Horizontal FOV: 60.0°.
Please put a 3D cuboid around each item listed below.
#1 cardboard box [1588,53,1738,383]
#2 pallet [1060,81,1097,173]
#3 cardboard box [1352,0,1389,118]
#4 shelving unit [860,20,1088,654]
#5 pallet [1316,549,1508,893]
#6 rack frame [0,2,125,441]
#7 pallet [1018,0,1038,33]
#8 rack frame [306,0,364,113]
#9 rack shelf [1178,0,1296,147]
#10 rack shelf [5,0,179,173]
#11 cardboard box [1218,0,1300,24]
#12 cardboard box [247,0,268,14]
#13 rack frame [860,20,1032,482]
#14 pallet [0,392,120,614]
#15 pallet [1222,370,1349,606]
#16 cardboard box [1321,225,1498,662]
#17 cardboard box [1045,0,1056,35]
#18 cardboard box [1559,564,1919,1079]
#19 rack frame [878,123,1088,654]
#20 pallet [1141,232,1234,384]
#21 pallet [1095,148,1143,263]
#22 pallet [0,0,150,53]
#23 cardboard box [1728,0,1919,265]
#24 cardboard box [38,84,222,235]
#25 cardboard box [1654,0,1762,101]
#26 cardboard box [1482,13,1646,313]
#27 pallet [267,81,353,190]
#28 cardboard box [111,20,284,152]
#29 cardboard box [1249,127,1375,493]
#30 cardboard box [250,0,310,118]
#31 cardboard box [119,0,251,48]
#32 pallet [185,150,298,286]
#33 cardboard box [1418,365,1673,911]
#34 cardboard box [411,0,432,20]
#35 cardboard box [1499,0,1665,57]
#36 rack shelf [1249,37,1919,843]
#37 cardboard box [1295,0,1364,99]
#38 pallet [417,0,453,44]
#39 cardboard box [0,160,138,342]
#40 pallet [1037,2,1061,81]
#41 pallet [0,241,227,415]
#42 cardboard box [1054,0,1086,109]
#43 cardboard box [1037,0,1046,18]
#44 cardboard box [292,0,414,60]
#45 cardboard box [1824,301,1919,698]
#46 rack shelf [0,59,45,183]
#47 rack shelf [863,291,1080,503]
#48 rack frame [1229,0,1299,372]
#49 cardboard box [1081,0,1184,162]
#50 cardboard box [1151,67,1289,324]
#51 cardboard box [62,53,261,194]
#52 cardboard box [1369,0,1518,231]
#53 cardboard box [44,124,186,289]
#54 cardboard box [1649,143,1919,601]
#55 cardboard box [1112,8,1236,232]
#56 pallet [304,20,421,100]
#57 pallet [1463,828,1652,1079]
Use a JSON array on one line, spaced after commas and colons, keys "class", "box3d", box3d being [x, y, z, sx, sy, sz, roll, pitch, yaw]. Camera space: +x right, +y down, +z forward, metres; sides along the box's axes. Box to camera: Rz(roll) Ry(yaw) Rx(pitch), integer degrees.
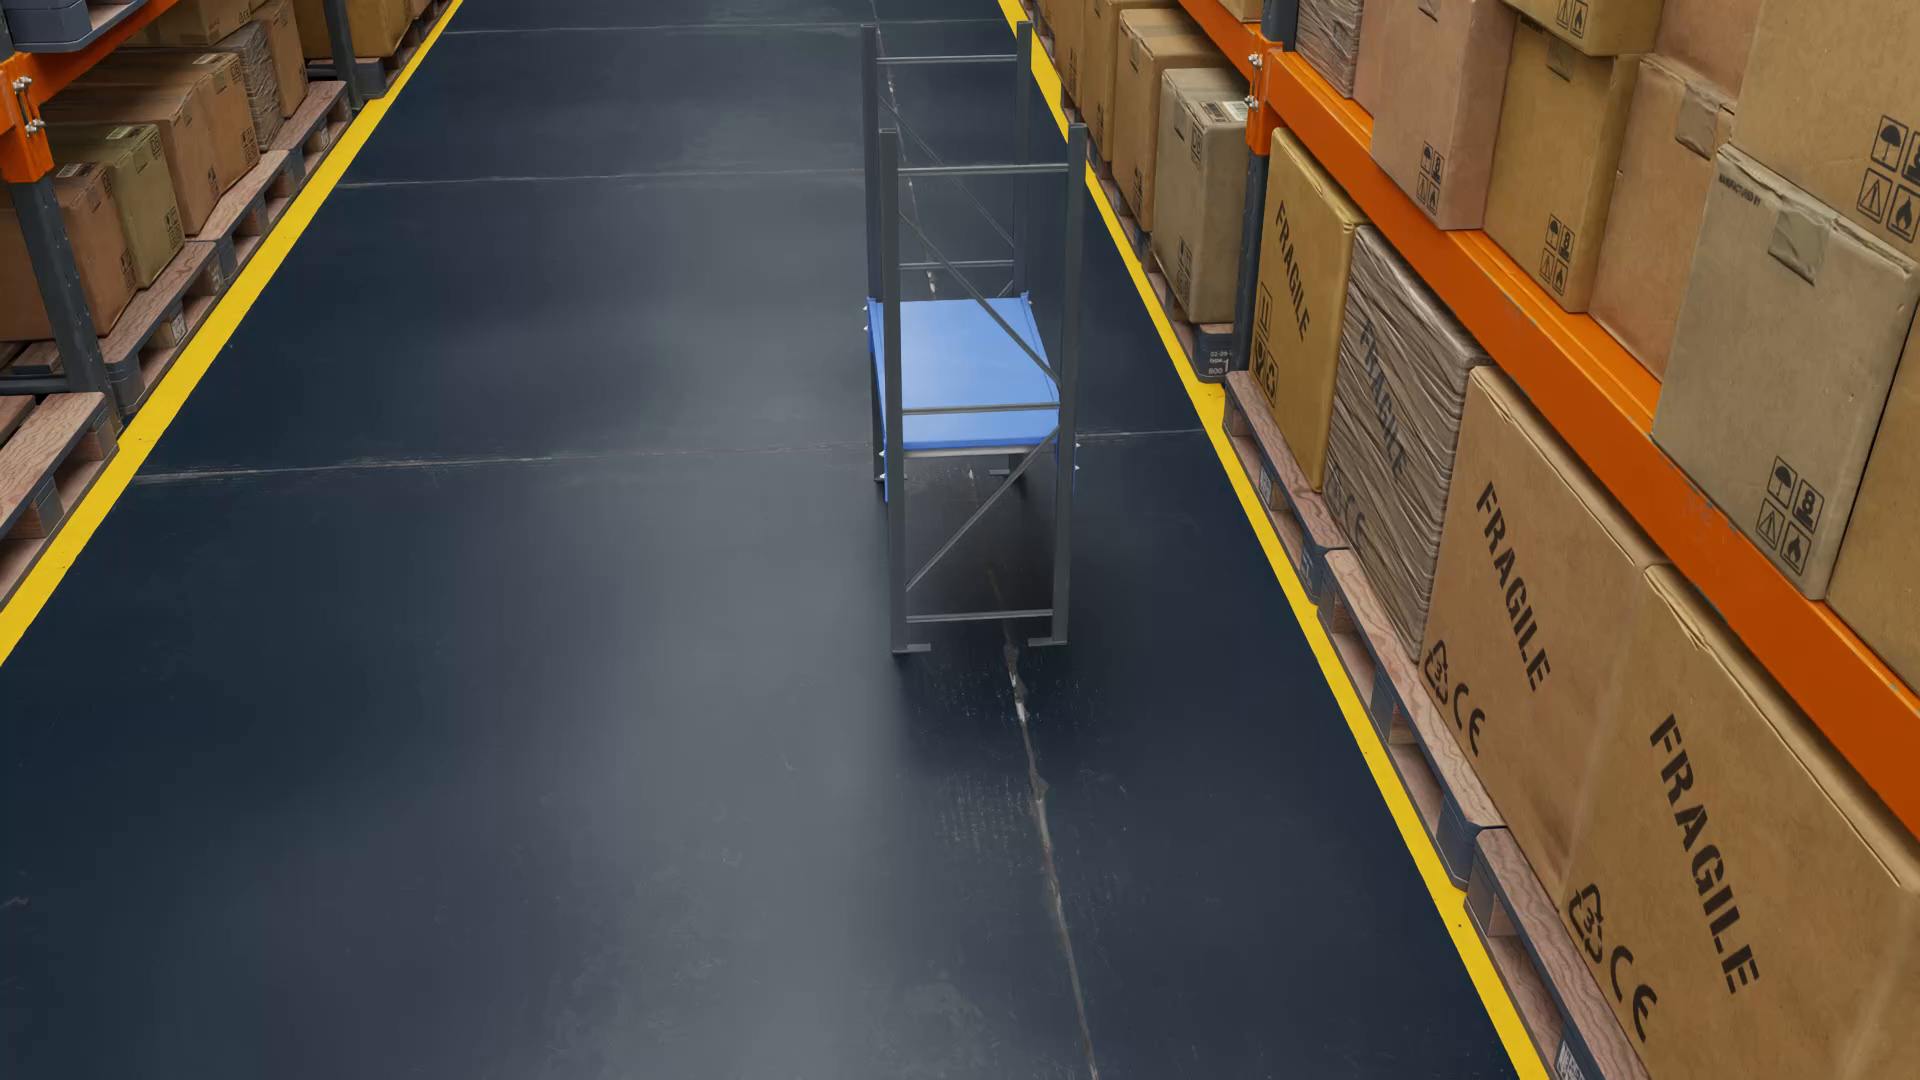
[{"class": "cardboard box", "box3d": [1.782, -0.592, 3.169, 0.875, 0.550, 0.550, -3, 31, -5]}, {"class": "pallet", "box3d": [1.113, -2.250, 8.810, 1.003, 0.211, 1.213, -3, 31, -5]}, {"class": "cardboard box", "box3d": [1.608, -1.408, 4.535, 0.875, 0.550, 0.550, -3, 31, -5]}, {"class": "shelving unit", "box3d": [0.008, -0.600, 4.792, 0.538, 1.500, 1.048, -3, 31, -5]}, {"class": "pallet", "box3d": [1.598, 0.403, 4.370, 1.003, 0.211, 1.213, -3, 31, -5]}, {"class": "rack frame", "box3d": [-3.460, -1.625, 5.045, 1.000, 3.000, 0.127, -3, 31, -5]}, {"class": "pallet", "box3d": [0.932, -3.676, 11.199, 1.003, 0.211, 1.213, -3, 31, -5]}, {"class": "rack frame", "box3d": [-3.833, -3.667, 8.464, 1.000, 3.000, 0.127, -3, 31, -5]}, {"class": "rack shelf", "box3d": [1.301, -2.523, 7.250, 1.077, 0.370, 4.000, -3, 31, -5]}, {"class": "rack shelf", "box3d": [-3.647, -2.337, 6.939, 1.077, 0.370, 4.000, -3, 31, -5]}, {"class": "cardboard box", "box3d": [1.173, -2.107, 5.755, 0.500, 0.500, 0.500, -3, 31, -5]}, {"class": "cardboard box", "box3d": [-3.741, -2.764, 8.229, 0.500, 0.250, 0.500, -2, 31, -3]}, {"class": "rack frame", "box3d": [-0.040, -0.860, 5.227, 0.500, 1.500, 0.032, -3, 31, -5]}, {"class": "pallet", "box3d": [-3.362, -0.086, 5.189, 1.003, 0.211, 1.213, -3, 31, -5]}, {"class": "pallet", "box3d": [1.481, -0.222, 5.415, 1.003, 0.211, 1.213, -3, 31, -5]}, {"class": "cardboard box", "box3d": [1.565, -0.294, 4.480, 0.875, 0.875, 0.875, -3, 31, -4]}, {"class": "cardboard box", "box3d": [0.793, -3.283, 9.850, 0.500, 0.500, 0.500, -3, 31, -5]}, {"class": "cardboard box", "box3d": [1.733, 0.620, 2.949, 0.875, 0.875, 0.875, -3, 31, -4]}, {"class": "rack frame", "box3d": [0.055, -0.341, 4.358, 0.500, 1.500, 0.032, -3, 31, -5]}, {"class": "pallet", "box3d": [1.341, -1.004, 6.725, 1.003, 0.211, 1.213, -3, 31, -5]}, {"class": "pallet", "box3d": [1.224, -1.628, 7.770, 1.003, 0.211, 1.213, -3, 31, -5]}, {"class": "pallet", "box3d": [-3.386, -1.939, 5.759, 1.003, 0.211, 1.213, -3, 31, -5]}, {"class": "cardboard box", "box3d": [1.722, -0.764, 2.405, 0.875, 0.550, 0.550, -3, 31, -5]}, {"class": "cardboard box", "box3d": [-3.574, -1.585, 6.987, 0.700, 0.500, 0.500, -5, 31, -9]}, {"class": "cardboard box", "box3d": [1.805, -1.057, 2.894, 0.875, 0.550, 0.550, -3, 31, -5]}, {"class": "cardboard box", "box3d": [1.691, -0.860, 3.619, 0.875, 0.550, 0.500, -3, 31, -5]}, {"class": "pallet", "box3d": [-3.762, -2.071, 8.511, 1.003, 0.211, 1.213, -3, 31, -5]}, {"class": "cardboard box", "box3d": [-3.686, -2.159, 7.948, 0.700, 0.500, 0.500, -5, 31, -9]}, {"class": "cardboard box", "box3d": [1.477, -0.754, 5.250, 0.875, 0.875, 0.875, -2, 31, -4]}, {"class": "cardboard box", "box3d": [-3.751, -2.441, 8.421, 0.700, 0.500, 0.500, -4, 31, -7]}, {"class": "cardboard box", "box3d": [-3.681, -2.494, 7.777, 0.500, 0.250, 0.500, 1, 31, 1]}, {"class": "pallet", "box3d": [-3.651, -1.449, 7.470, 1.003, 0.211, 1.213, -3, 31, -5]}, {"class": "cardboard box", "box3d": [1.648, 0.171, 3.701, 0.875, 0.875, 0.875, -3, 31, -5]}, {"class": "cardboard box", "box3d": [-3.953, -3.744, 10.255, 1.225, 0.875, 0.875, -3, 31, -4]}, {"class": "cardboard box", "box3d": [1.626, -1.321, 3.337, 0.875, 0.550, 0.500, -3, 31, -5]}, {"class": "rack shelf", "box3d": [1.675, -0.481, 3.831, 1.077, 0.370, 4.000, -3, 31, -5]}, {"class": "cardboard box", "box3d": [1.534, -1.687, 5.003, 0.875, 0.550, 0.550, -3, 31, -5]}, {"class": "pallet", "box3d": [-3.943, -3.497, 10.899, 1.003, 0.211, 1.213, -3, 31, -5]}, {"class": "cardboard box", "box3d": [-3.496, -1.055, 6.099, 0.700, 0.500, 0.500, -5, 31, -8]}, {"class": "pallet", "box3d": [1.043, -3.055, 10.158, 1.003, 0.211, 1.213, -3, 31, -5]}, {"class": "pallet", "box3d": [-3.534, -0.825, 6.425, 1.003, 0.211, 1.213, -3, 31, -5]}, {"class": "cardboard box", "box3d": [1.082, -2.752, 8.717, 1.050, 0.750, 0.750, -3, 31, -5]}, {"class": "cardboard box", "box3d": [0.748, -3.549, 10.294, 0.500, 0.500, 0.500, -2, 31, -3]}, {"class": "cardboard box", "box3d": [-3.877, -3.288, 9.492, 1.225, 0.875, 0.875, -4, 31, -7]}, {"class": "cardboard box", "box3d": [1.782, -0.020, 2.212, 0.875, 0.550, 0.550, -3, 31, -5]}, {"class": "rack shelf", "box3d": [-3.273, -0.295, 3.520, 1.077, 0.370, 4.000, -3, 31, -5]}, {"class": "rack shelf", "box3d": [0.008, -0.446, 4.885, 0.538, 0.185, 1.000, -3, 31, -5]}, {"class": "rack frame", "box3d": [1.488, -1.811, 5.356, 1.000, 3.000, 0.127, -3, 31, -5]}, {"class": "cardboard box", "box3d": [1.167, -2.306, 7.970, 1.050, 0.750, 0.750, -2, 31, -4]}, {"class": "cardboard box", "box3d": [1.340, -1.338, 6.349, 1.050, 0.750, 0.750, -3, 31, -5]}, {"class": "cardboard box", "box3d": [-3.627, -1.870, 7.464, 0.700, 0.500, 0.500, 0, 31, 0]}, {"class": "cardboard box", "box3d": [1.542, -1.126, 4.064, 0.875, 0.550, 0.550, -3, 31, -5]}, {"class": "cardboard box", "box3d": [-3.521, -1.299, 6.509, 0.700, 0.500, 0.500, -3, 31, -5]}, {"class": "cardboard box", "box3d": [1.709, -0.300, 2.681, 0.875, 0.550, 0.550, -3, 31, -5]}, {"class": "cardboard box", "box3d": [1.254, -1.830, 7.174, 1.050, 0.750, 0.750, -3, 31, -5]}, {"class": "pallet", "box3d": [-3.832, -2.876, 9.859, 1.003, 0.211, 1.213, -3, 31, -5]}, {"class": "pallet", "box3d": [1.709, 1.024, 3.329, 1.003, 0.211, 1.213, -3, 31, -5]}]
